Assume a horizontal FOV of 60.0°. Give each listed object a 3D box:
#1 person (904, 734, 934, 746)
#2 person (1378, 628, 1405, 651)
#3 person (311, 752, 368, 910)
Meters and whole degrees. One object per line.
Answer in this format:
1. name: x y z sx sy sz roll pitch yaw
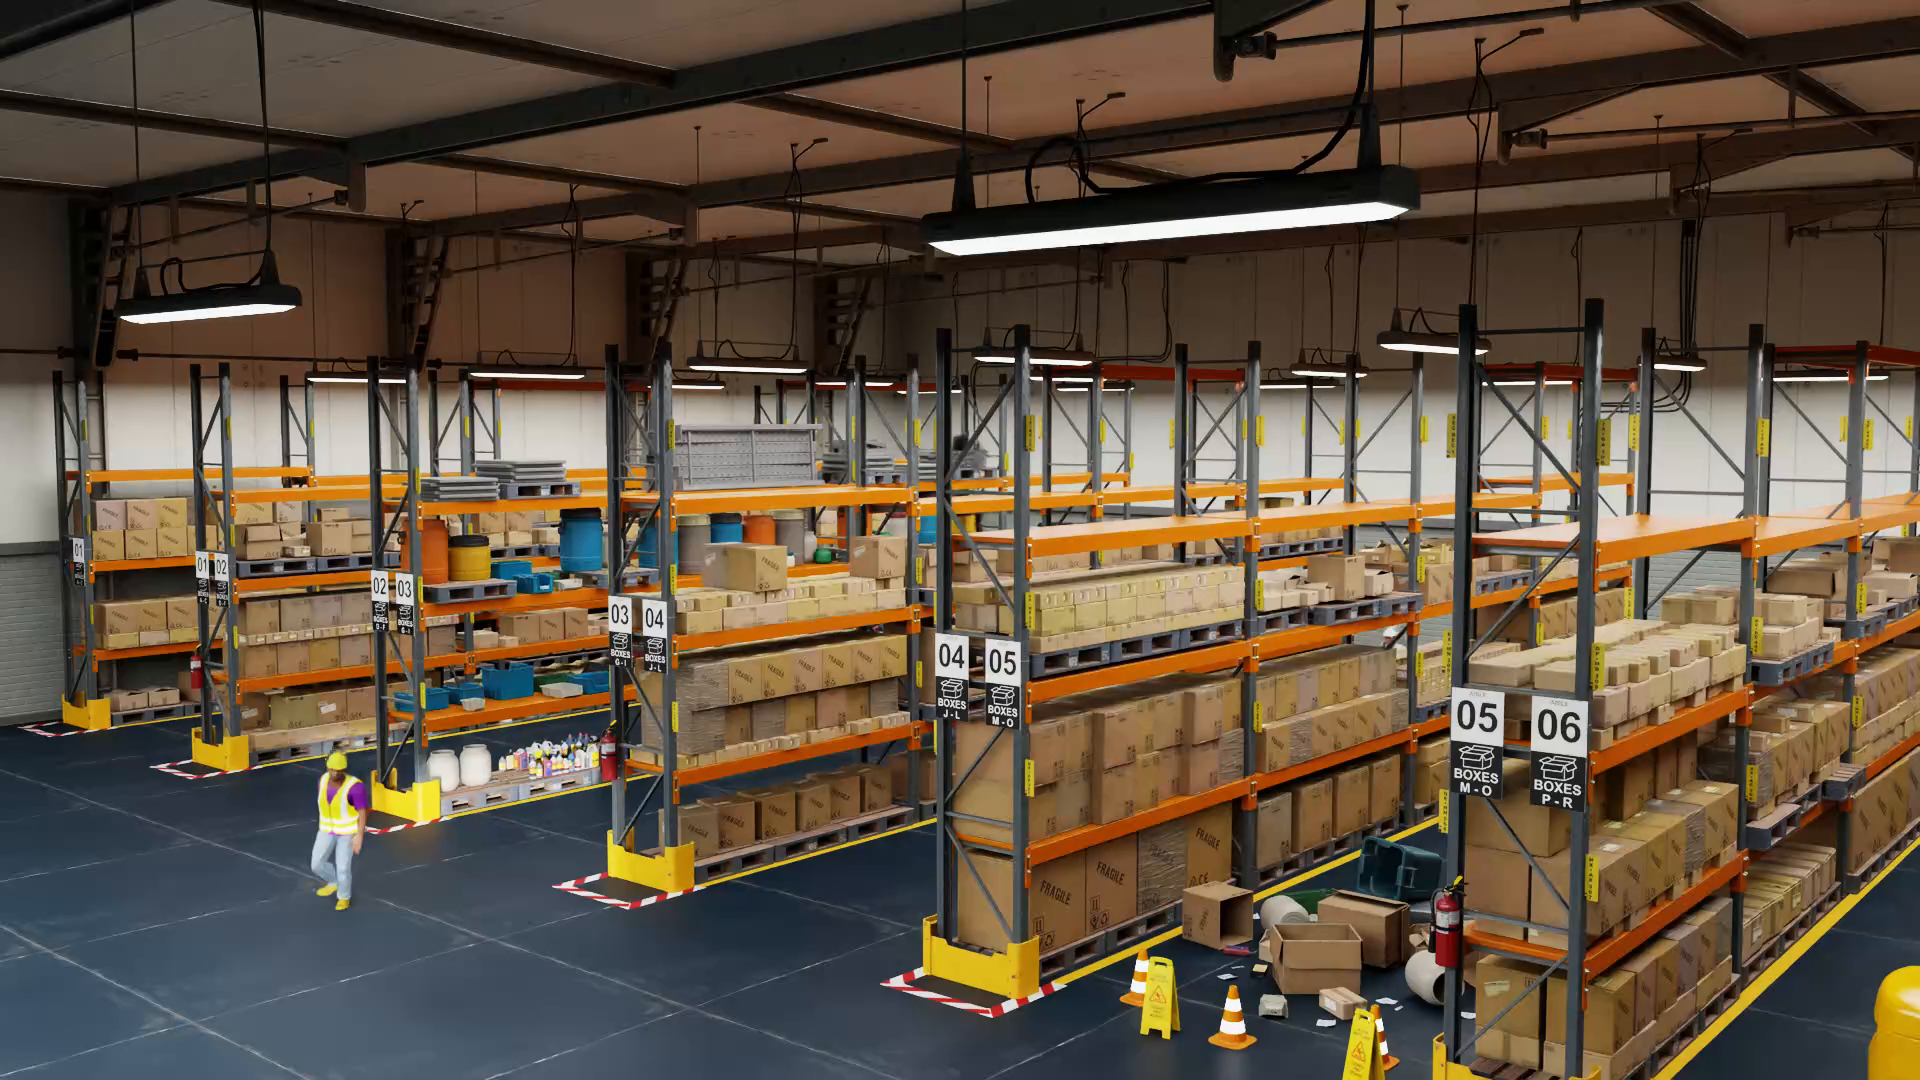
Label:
1. person: -0.551 2.491 26.461 0.998 1.503 0.625 -4 6 -44
2. person: 7.315 2.296 28.257 0.675 1.649 0.883 4 5 40
3. person: -6.533 3.048 17.478 0.717 1.718 0.628 1 4 9
